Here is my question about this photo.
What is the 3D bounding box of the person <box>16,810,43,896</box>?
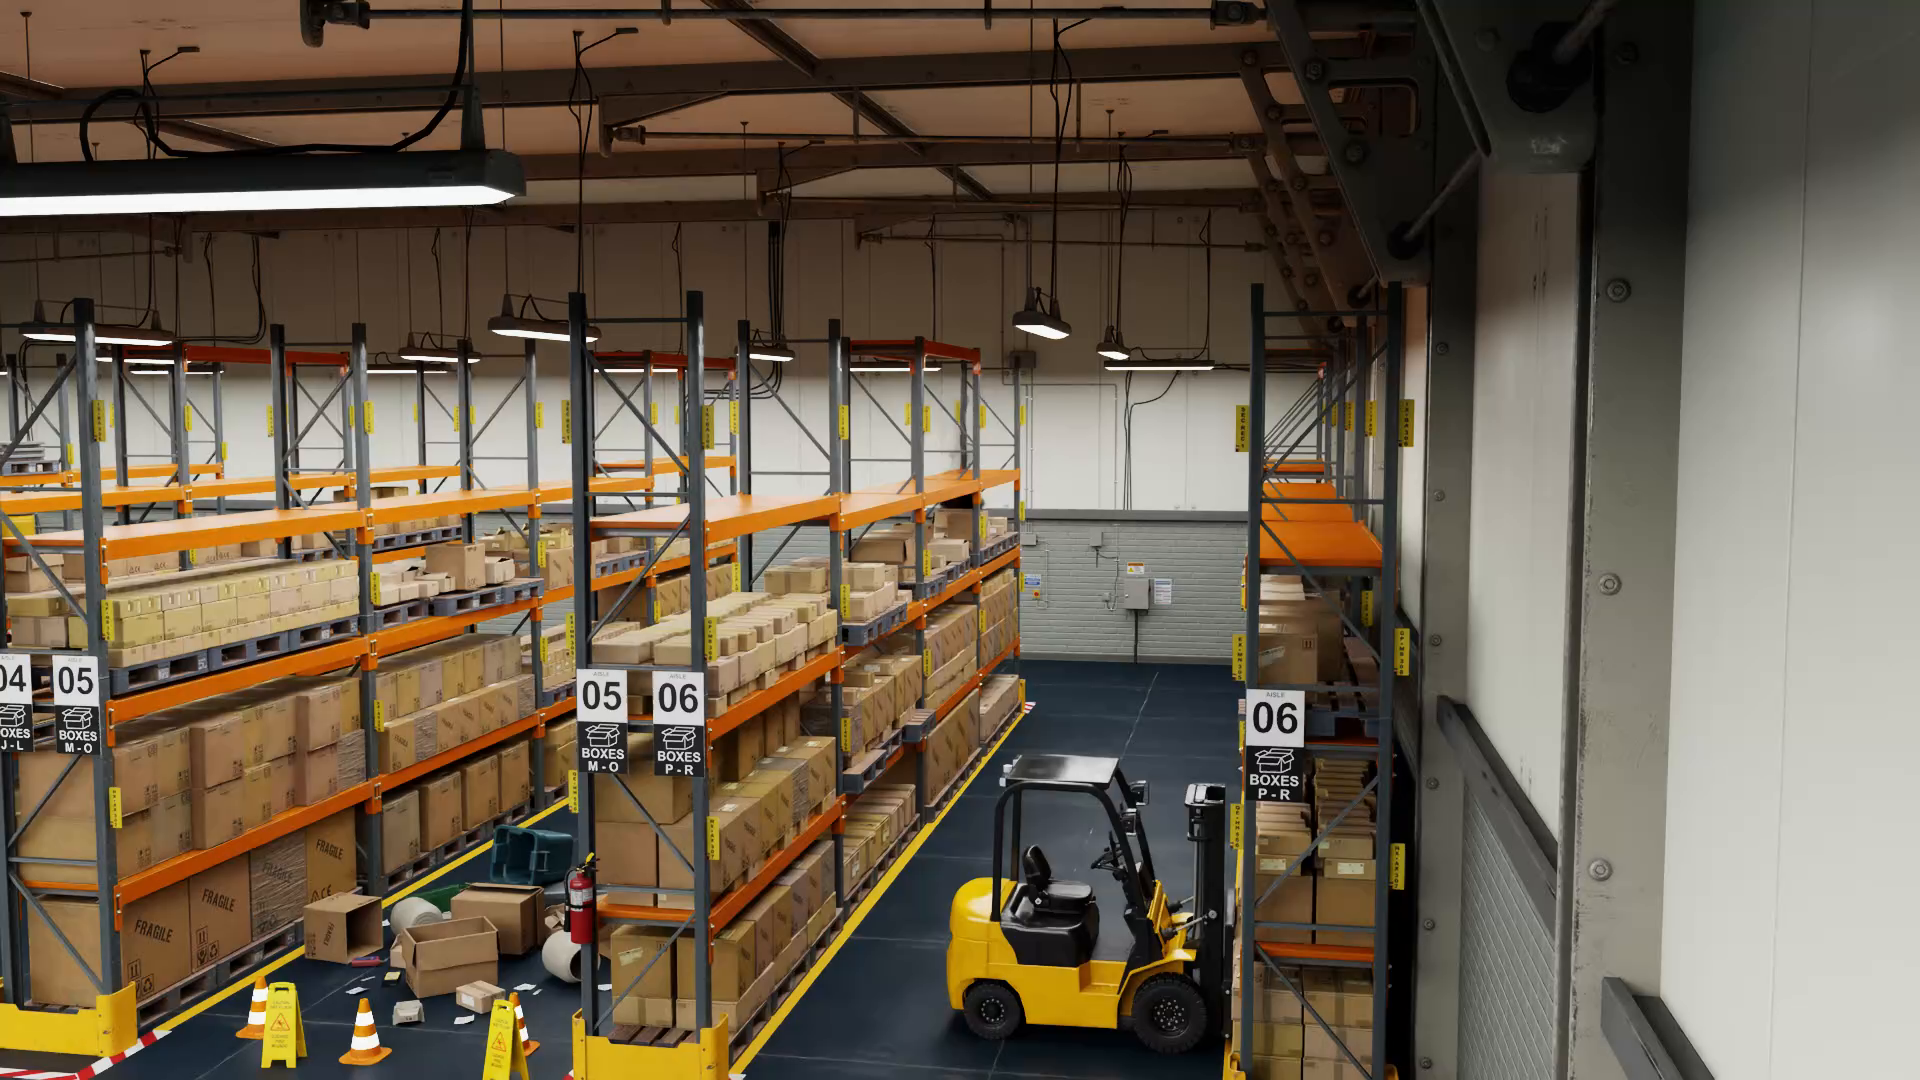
[{"bbox_3d":[-8.615,3.109,15.803,0.688,1.549,0.918,-1,5,-17],"label":"person"}]
